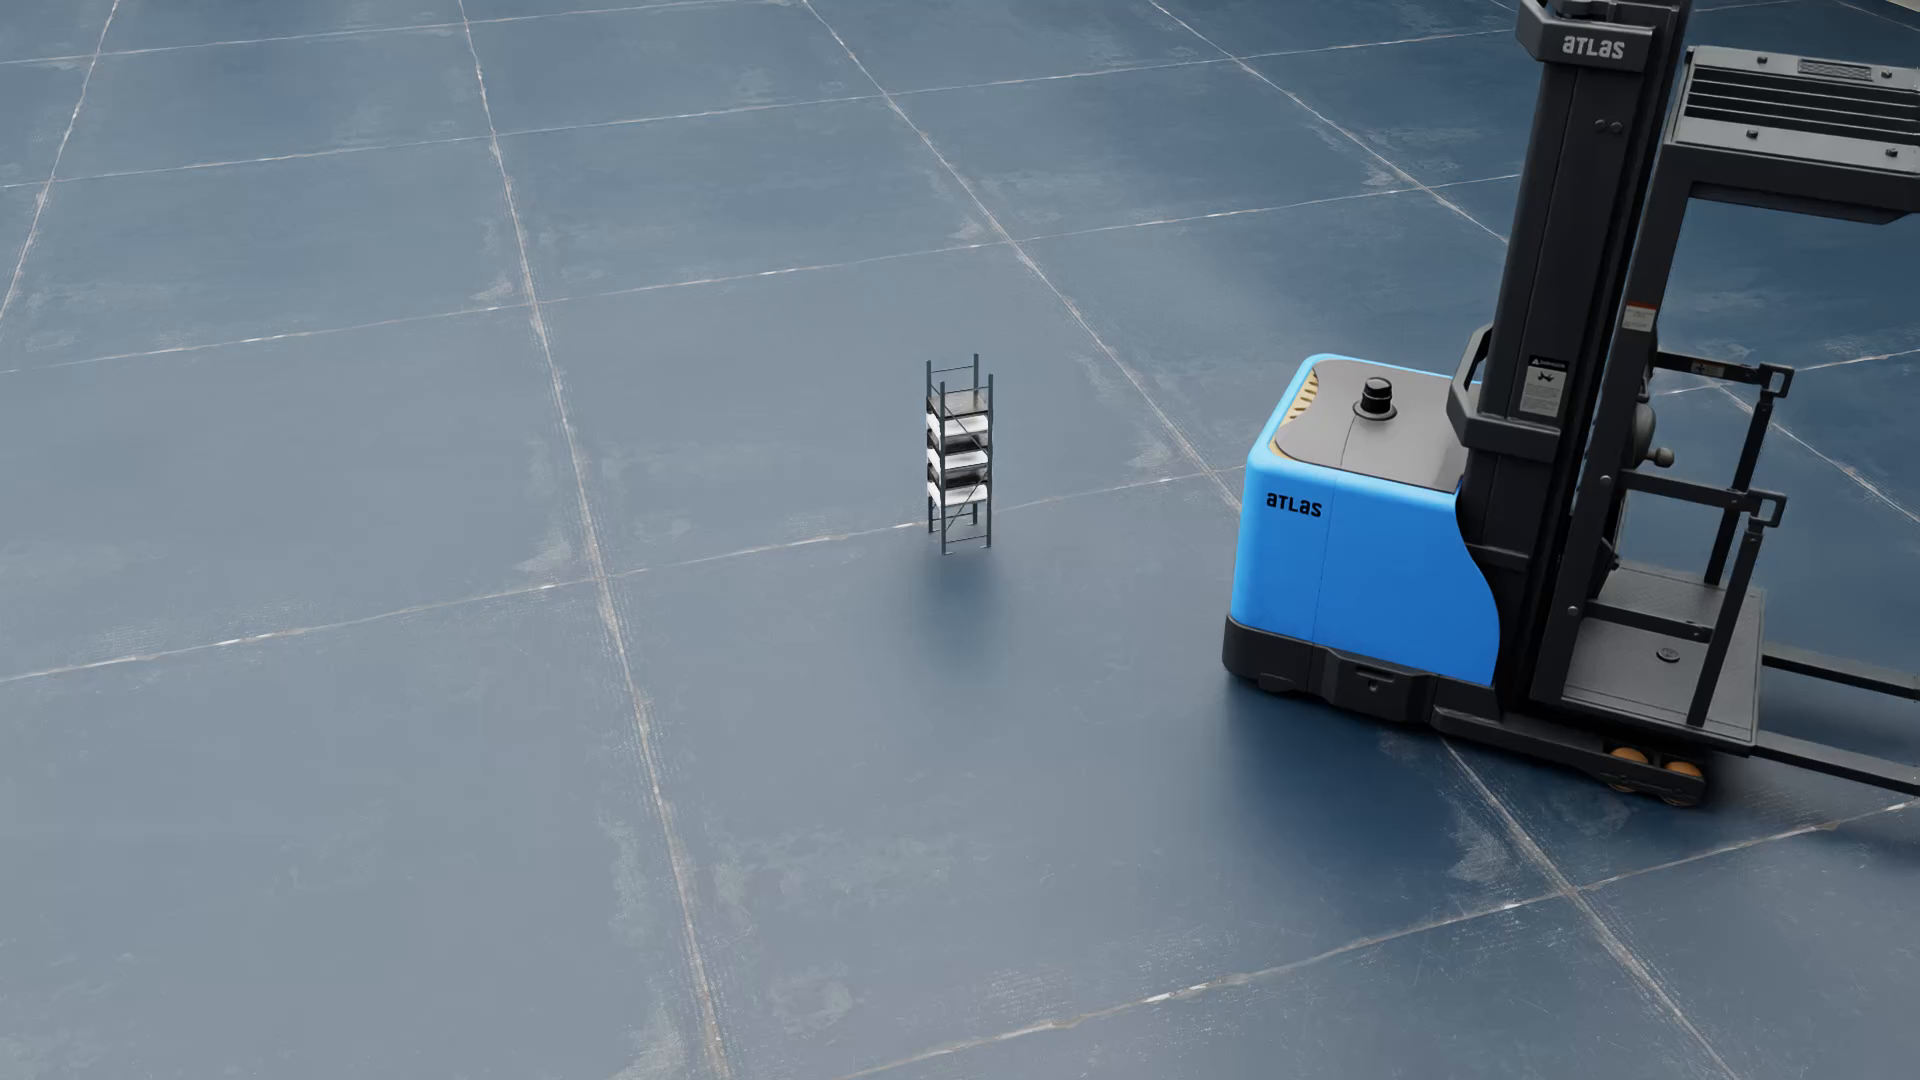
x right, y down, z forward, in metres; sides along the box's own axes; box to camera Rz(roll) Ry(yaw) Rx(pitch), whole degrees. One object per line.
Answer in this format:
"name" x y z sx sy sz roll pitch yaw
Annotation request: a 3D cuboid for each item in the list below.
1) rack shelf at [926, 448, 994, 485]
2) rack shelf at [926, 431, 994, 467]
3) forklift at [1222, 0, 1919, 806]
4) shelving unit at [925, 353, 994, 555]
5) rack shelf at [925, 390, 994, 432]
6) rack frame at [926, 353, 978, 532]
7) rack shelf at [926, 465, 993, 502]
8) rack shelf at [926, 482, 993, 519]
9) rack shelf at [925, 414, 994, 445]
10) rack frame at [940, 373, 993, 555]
"rack shelf" -0.002 -0.352 7.527 0.258 0.077 0.200 -10 35 -15
"rack shelf" -0.002 -0.427 7.477 0.258 0.077 0.200 -10 35 -15
"forklift" 2.644 -0.559 5.937 3.031 2.935 1.130 14 36 20
"shelving unit" -0.002 -0.380 7.508 0.258 0.900 0.210 -10 35 -15
"rack shelf" -0.002 -0.577 7.378 0.258 0.077 0.200 -10 35 -15
"rack frame" -0.033 -0.433 7.589 0.240 0.900 0.006 -10 35 -15
"rack shelf" -0.002 -0.277 7.576 0.258 0.077 0.200 -10 35 -15
"rack shelf" -0.002 -0.202 7.626 0.258 0.077 0.200 -10 35 -15
"rack shelf" -0.002 -0.502 7.428 0.258 0.077 0.200 -10 35 -15
"rack frame" 0.029 -0.326 7.428 0.240 0.900 0.006 -10 35 -15
